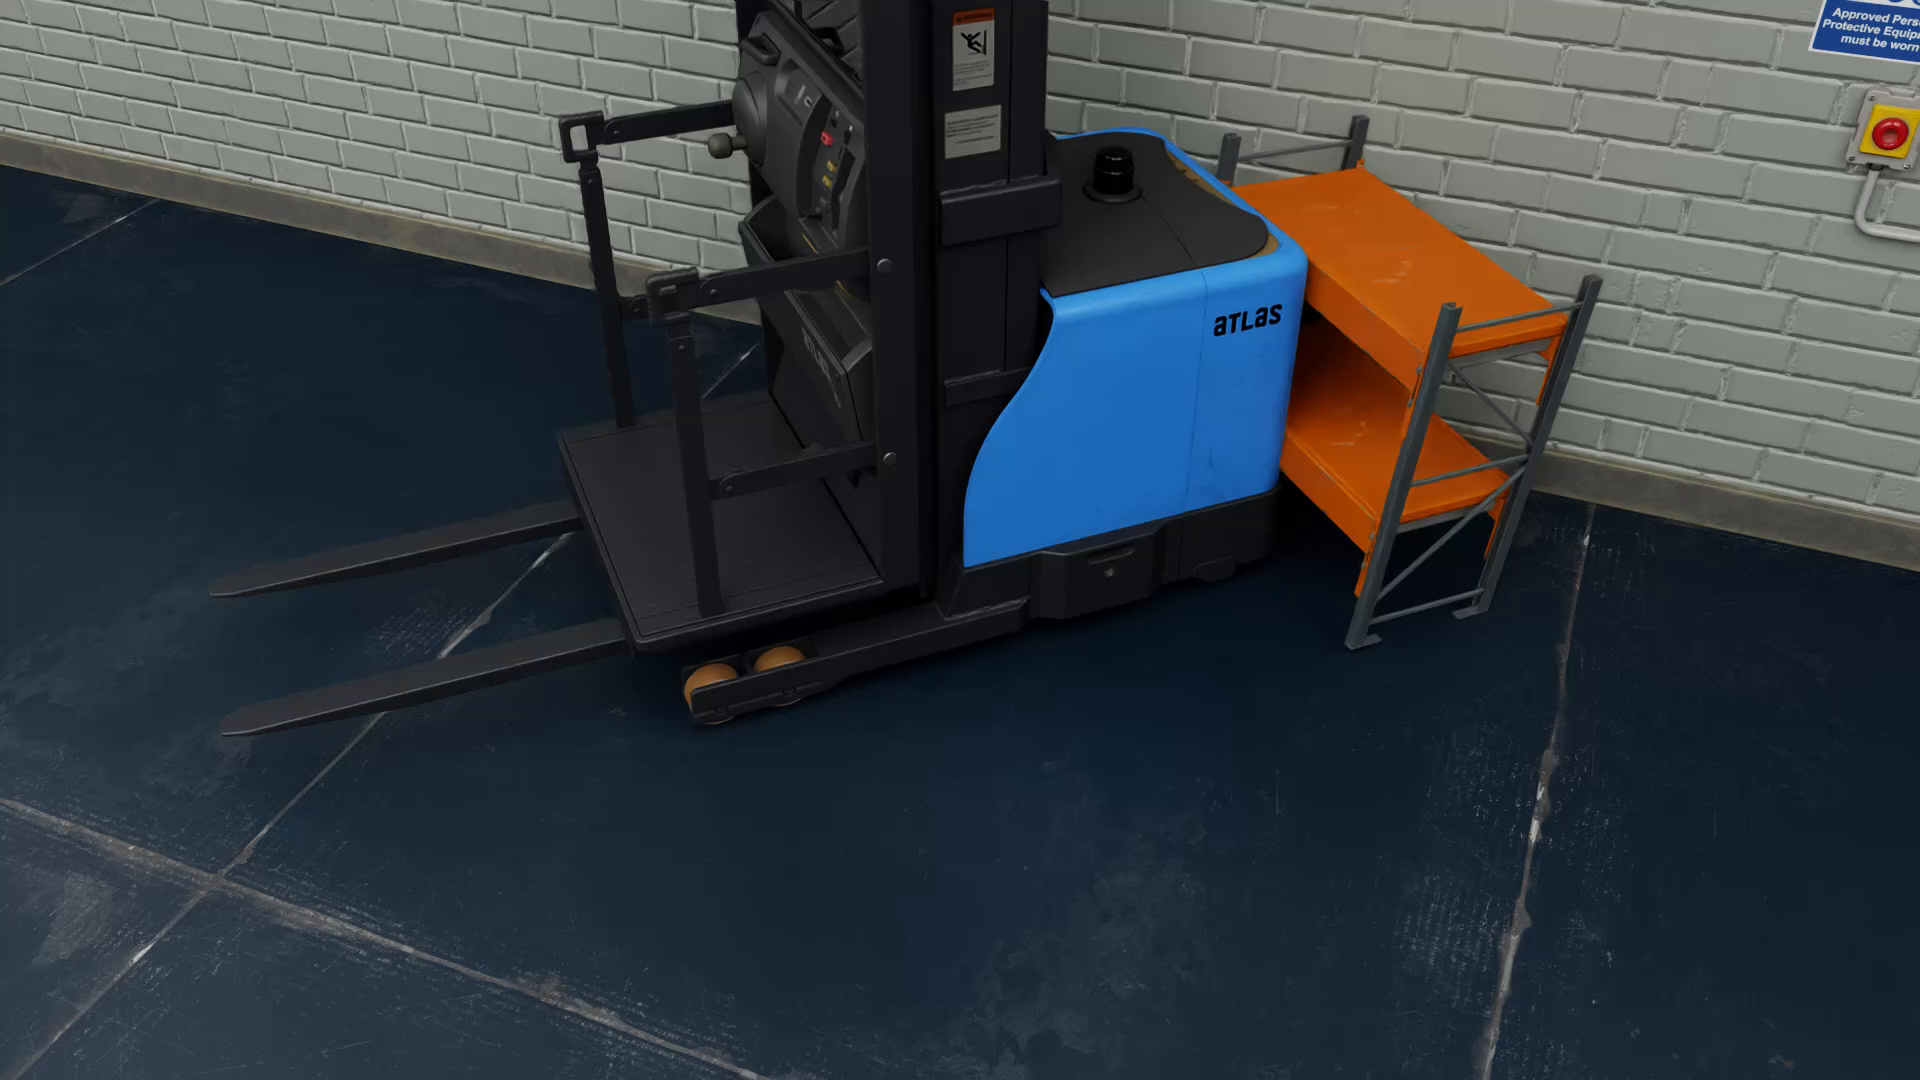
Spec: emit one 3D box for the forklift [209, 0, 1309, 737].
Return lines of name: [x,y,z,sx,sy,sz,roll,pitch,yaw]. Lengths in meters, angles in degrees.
forklift: [-0.599,-1.027,4.176,3.031,2.935,1.130,-14,39,-18]

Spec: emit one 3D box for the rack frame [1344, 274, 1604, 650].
rack frame: [1.383,-0.185,4.538,0.500,1.125,0.032,-13,41,-22]

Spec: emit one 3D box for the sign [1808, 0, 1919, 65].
sign: [2.422,-1.360,4.339,0.327,0.218,0.001,14,39,18]

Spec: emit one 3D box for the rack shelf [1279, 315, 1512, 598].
rack shelf: [1.152,-0.290,5.042,0.538,0.278,1.000,-13,41,-22]

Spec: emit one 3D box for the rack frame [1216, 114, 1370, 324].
rack frame: [0.956,-0.778,5.245,0.500,1.125,0.032,-13,41,-22]

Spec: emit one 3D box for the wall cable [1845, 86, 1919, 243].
wall cable: [2.443,-1.627,4.046,0.585,1.953,0.123,14,39,18]

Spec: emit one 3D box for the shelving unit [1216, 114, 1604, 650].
shelving unit: [1.170,-0.482,4.891,0.538,1.125,1.048,-13,41,-22]

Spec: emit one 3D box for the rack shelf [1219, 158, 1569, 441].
rack shelf: [1.191,-0.712,4.712,0.538,0.278,1.000,-13,41,-22]
